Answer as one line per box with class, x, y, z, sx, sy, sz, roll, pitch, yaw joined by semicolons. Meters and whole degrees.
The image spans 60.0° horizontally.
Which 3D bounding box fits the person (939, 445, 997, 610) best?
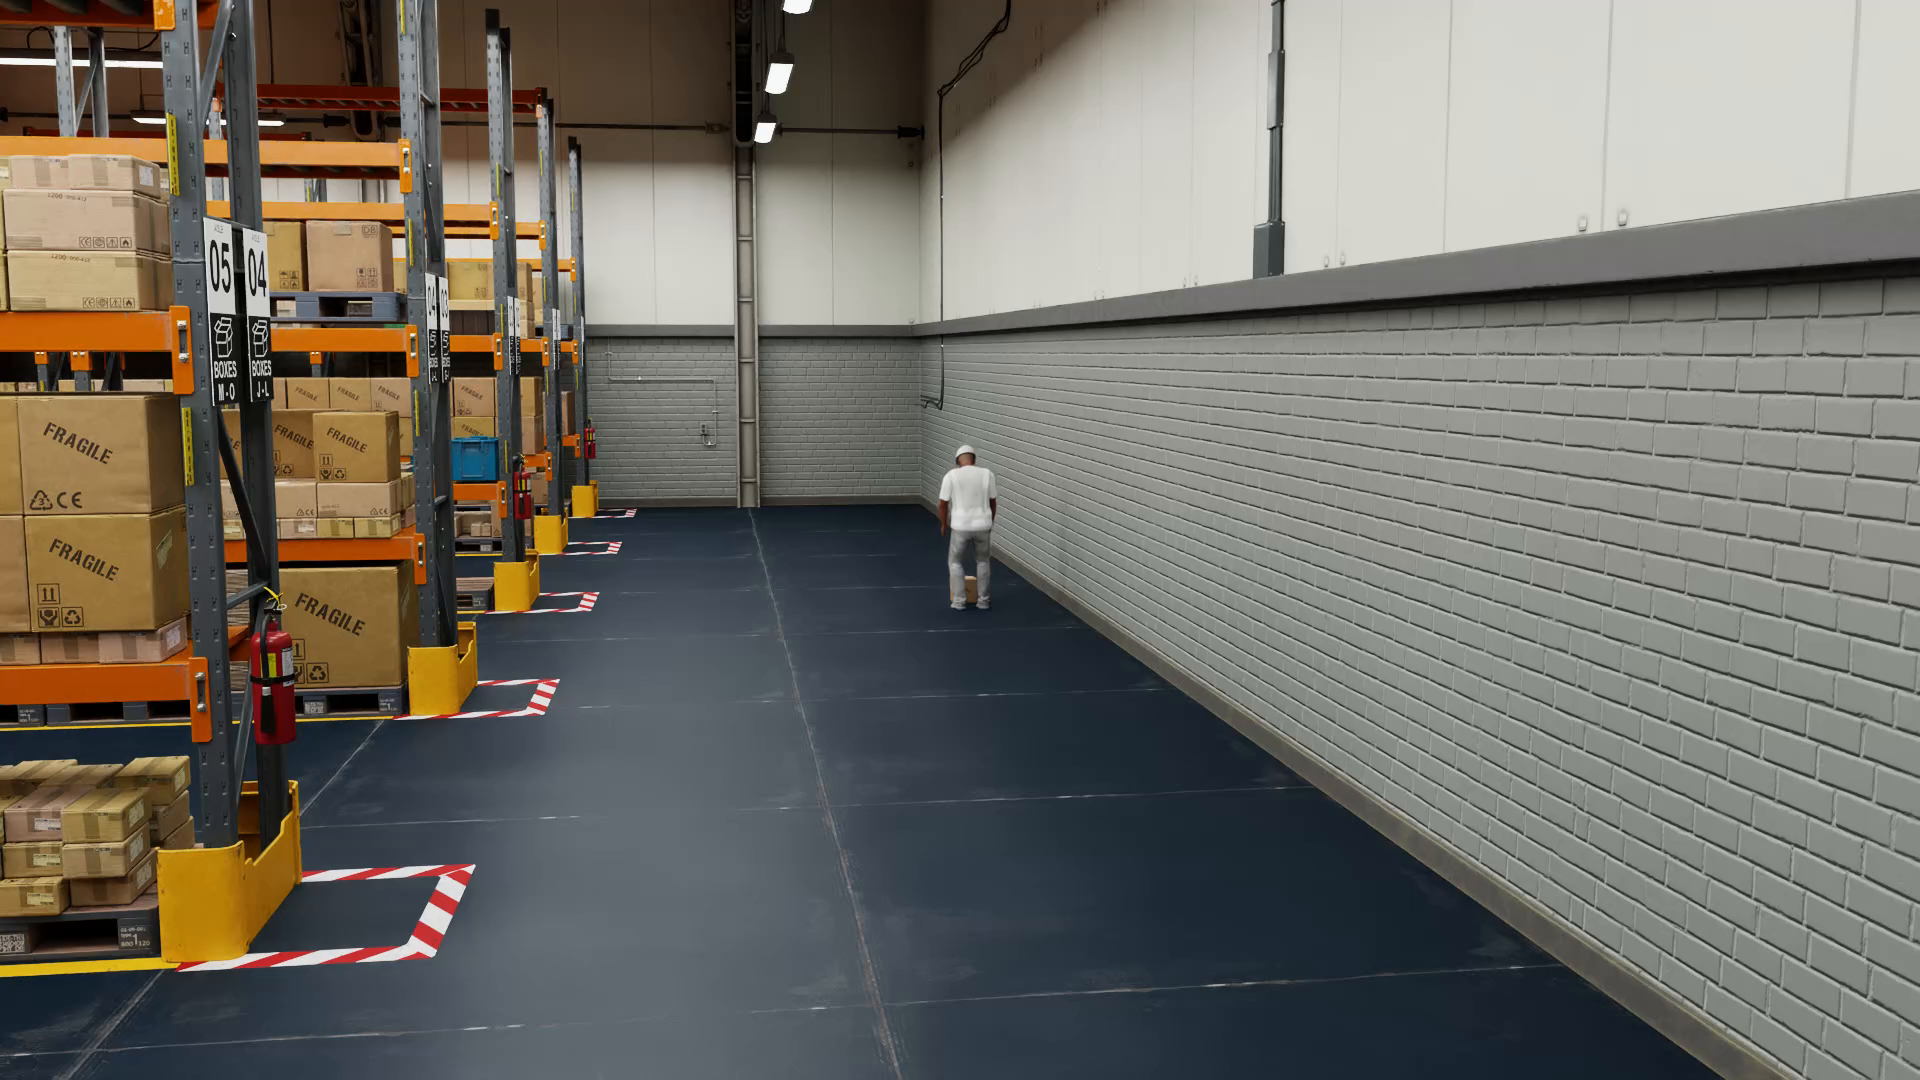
person;0.080;-0.131;17.154;0.602;1.682;0.511;-1;6;-7
